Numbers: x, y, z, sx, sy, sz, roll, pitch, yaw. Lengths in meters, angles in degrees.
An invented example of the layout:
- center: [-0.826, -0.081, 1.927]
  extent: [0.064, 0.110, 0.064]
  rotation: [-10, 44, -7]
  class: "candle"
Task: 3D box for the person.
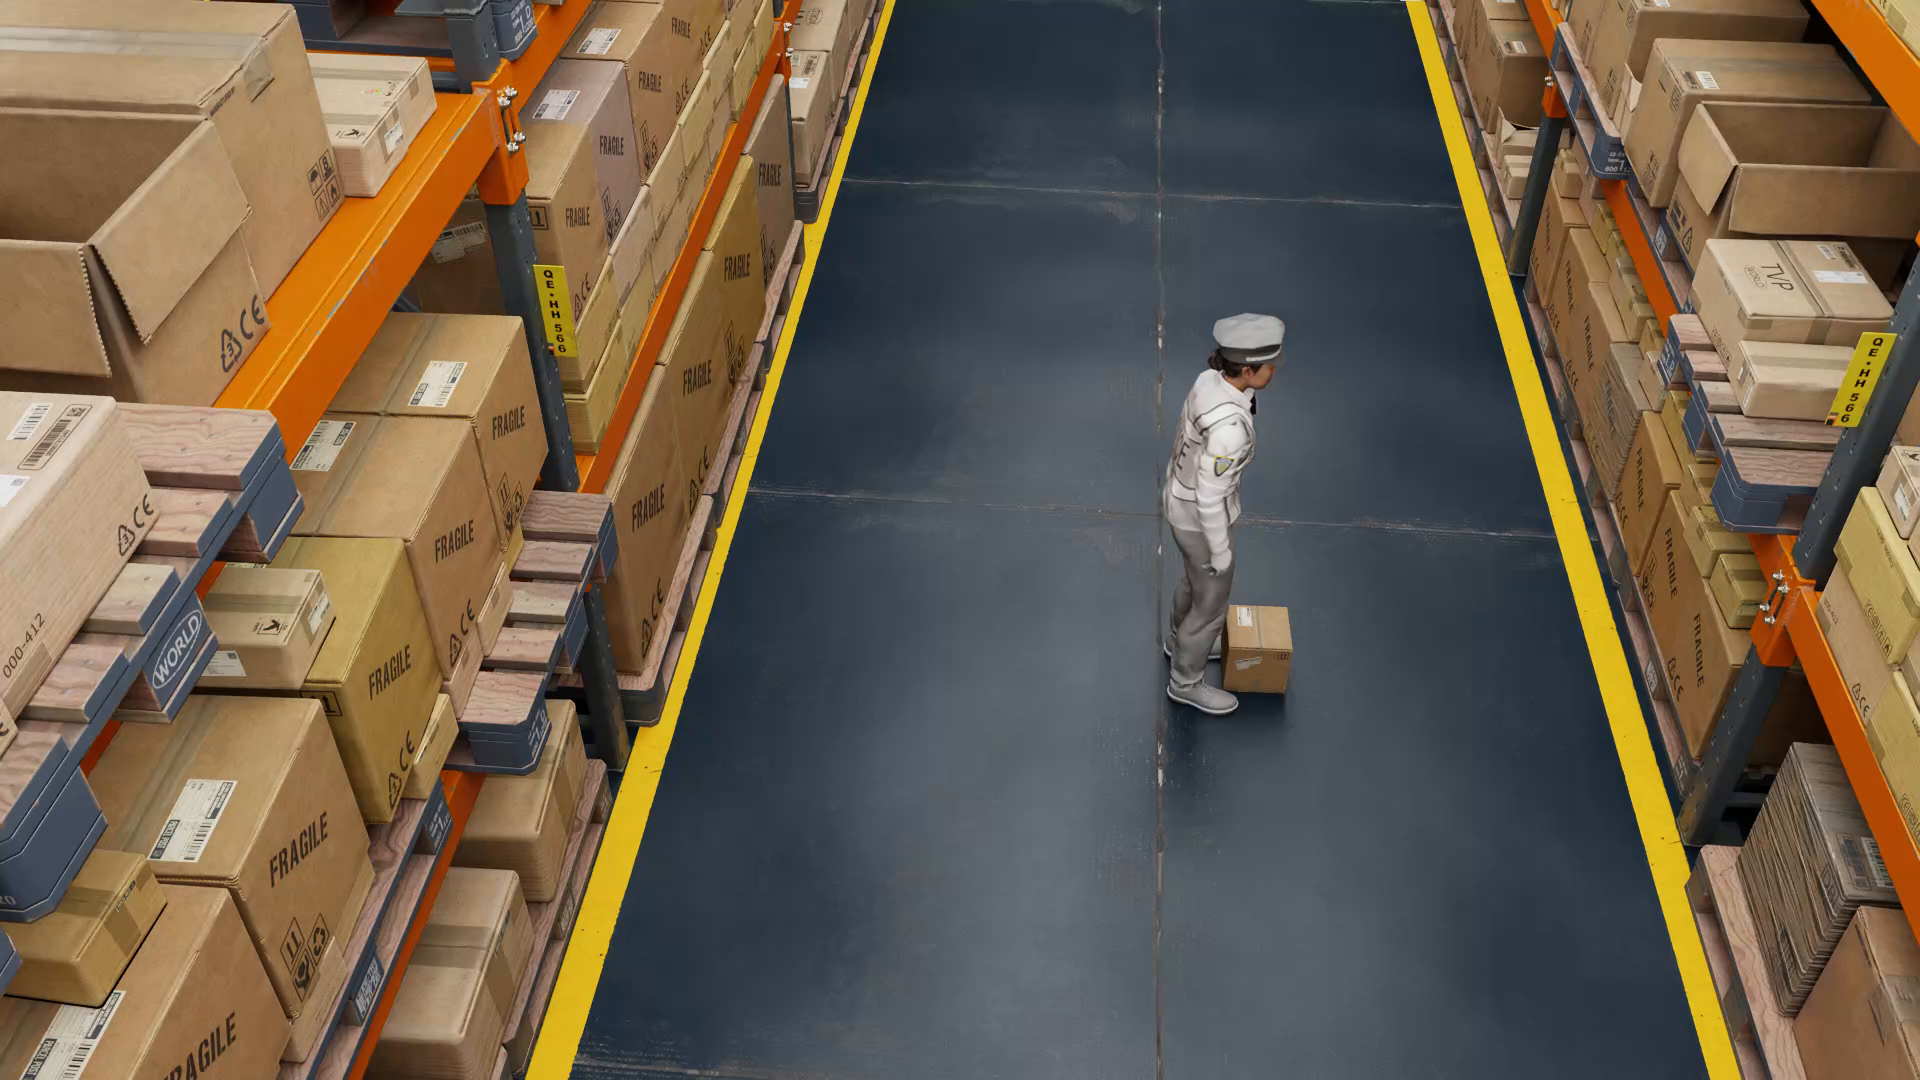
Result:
- center: [0.951, -0.101, 6.273]
  extent: [0.375, 1.663, 0.526]
  rotation: [3, 40, 3]
  class: "person"
